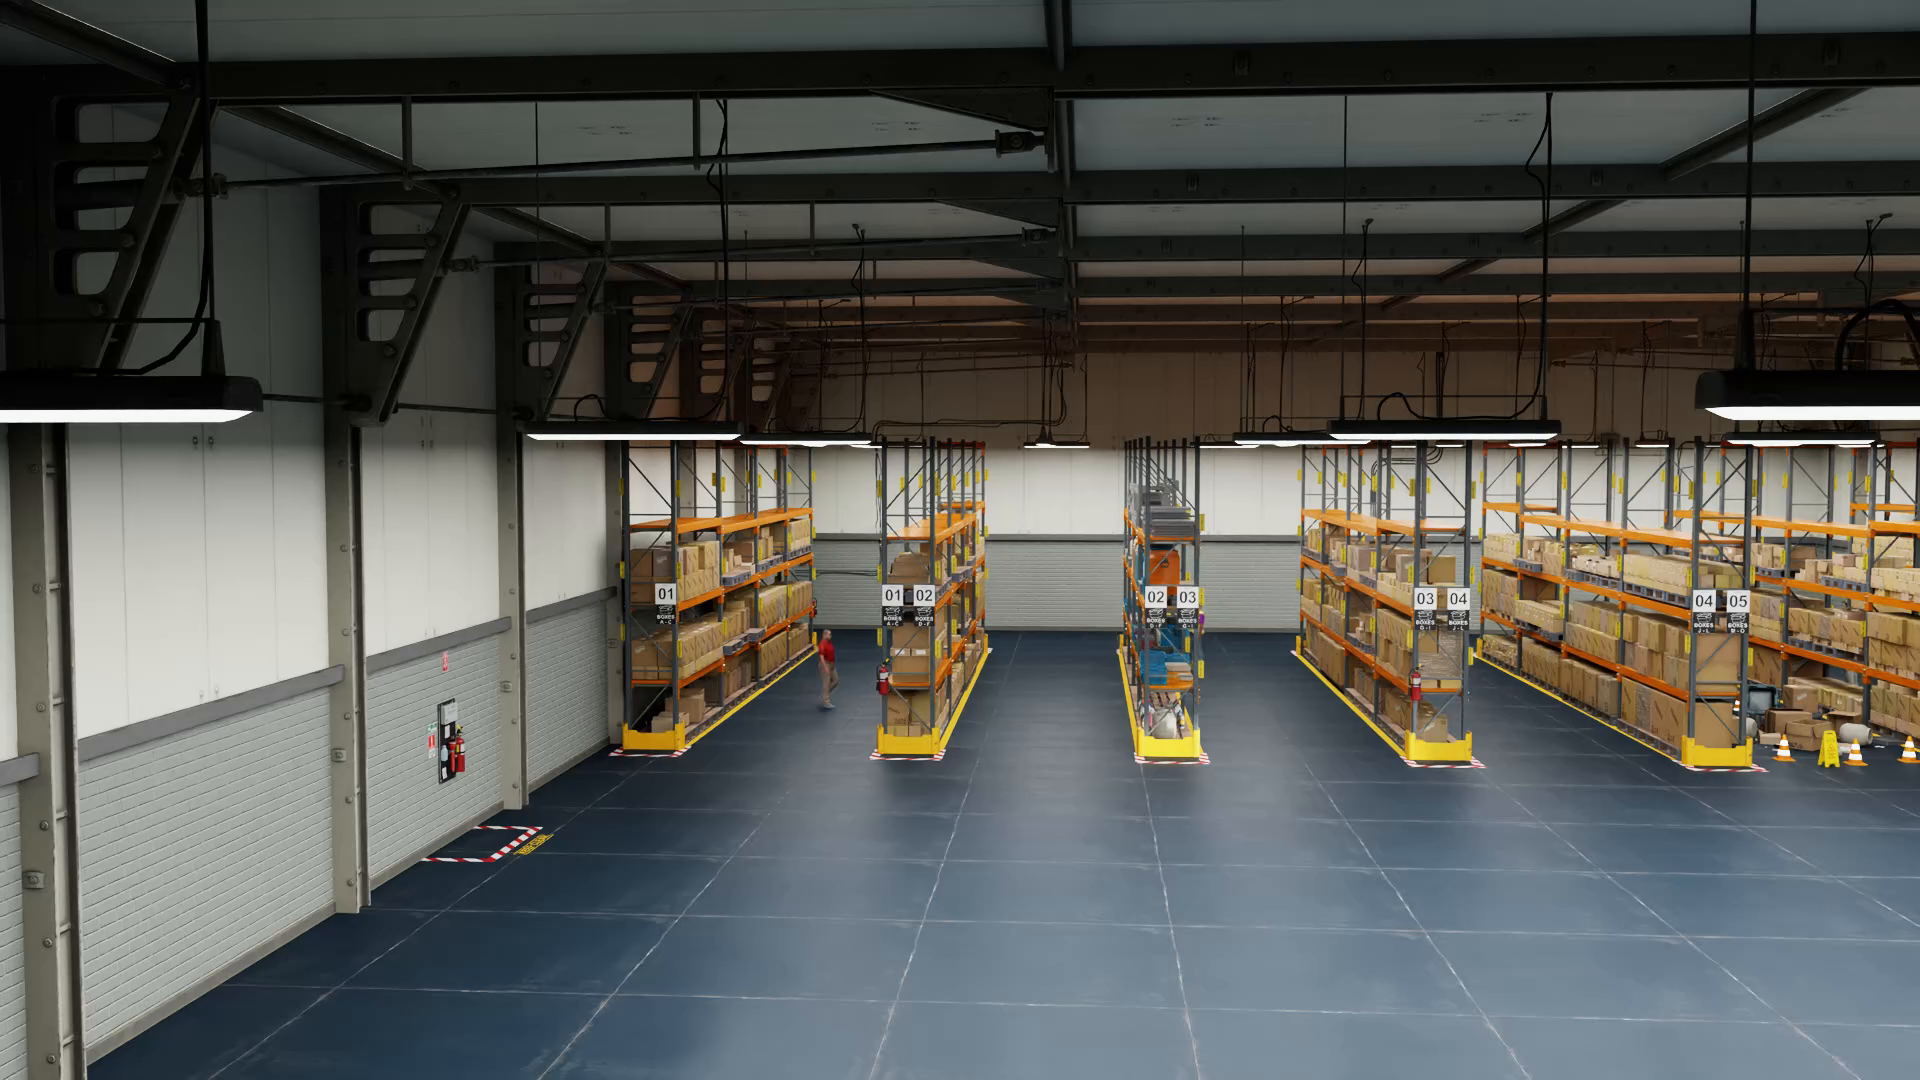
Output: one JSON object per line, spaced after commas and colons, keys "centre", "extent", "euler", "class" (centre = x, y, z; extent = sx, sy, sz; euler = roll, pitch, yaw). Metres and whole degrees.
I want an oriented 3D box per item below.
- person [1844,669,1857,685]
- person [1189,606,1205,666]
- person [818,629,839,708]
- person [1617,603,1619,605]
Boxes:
{"centre": [21.006, 2.737, 39.278], "extent": [0.625, 1.789, 0.460], "euler": [-2, 4, -38], "class": "person"}
{"centre": [6.259, 2.482, 43.963], "extent": [0.424, 1.769, 0.625], "euler": [-2, 3, -29], "class": "person"}
{"centre": [-2.949, 2.872, 37.237], "extent": [0.542, 1.746, 0.687], "euler": [1, 3, 19], "class": "person"}
{"centre": [17.690, 2.495, 44.500], "extent": [0.623, 1.744, 0.714], "euler": [-2, 3, -27], "class": "person"}
